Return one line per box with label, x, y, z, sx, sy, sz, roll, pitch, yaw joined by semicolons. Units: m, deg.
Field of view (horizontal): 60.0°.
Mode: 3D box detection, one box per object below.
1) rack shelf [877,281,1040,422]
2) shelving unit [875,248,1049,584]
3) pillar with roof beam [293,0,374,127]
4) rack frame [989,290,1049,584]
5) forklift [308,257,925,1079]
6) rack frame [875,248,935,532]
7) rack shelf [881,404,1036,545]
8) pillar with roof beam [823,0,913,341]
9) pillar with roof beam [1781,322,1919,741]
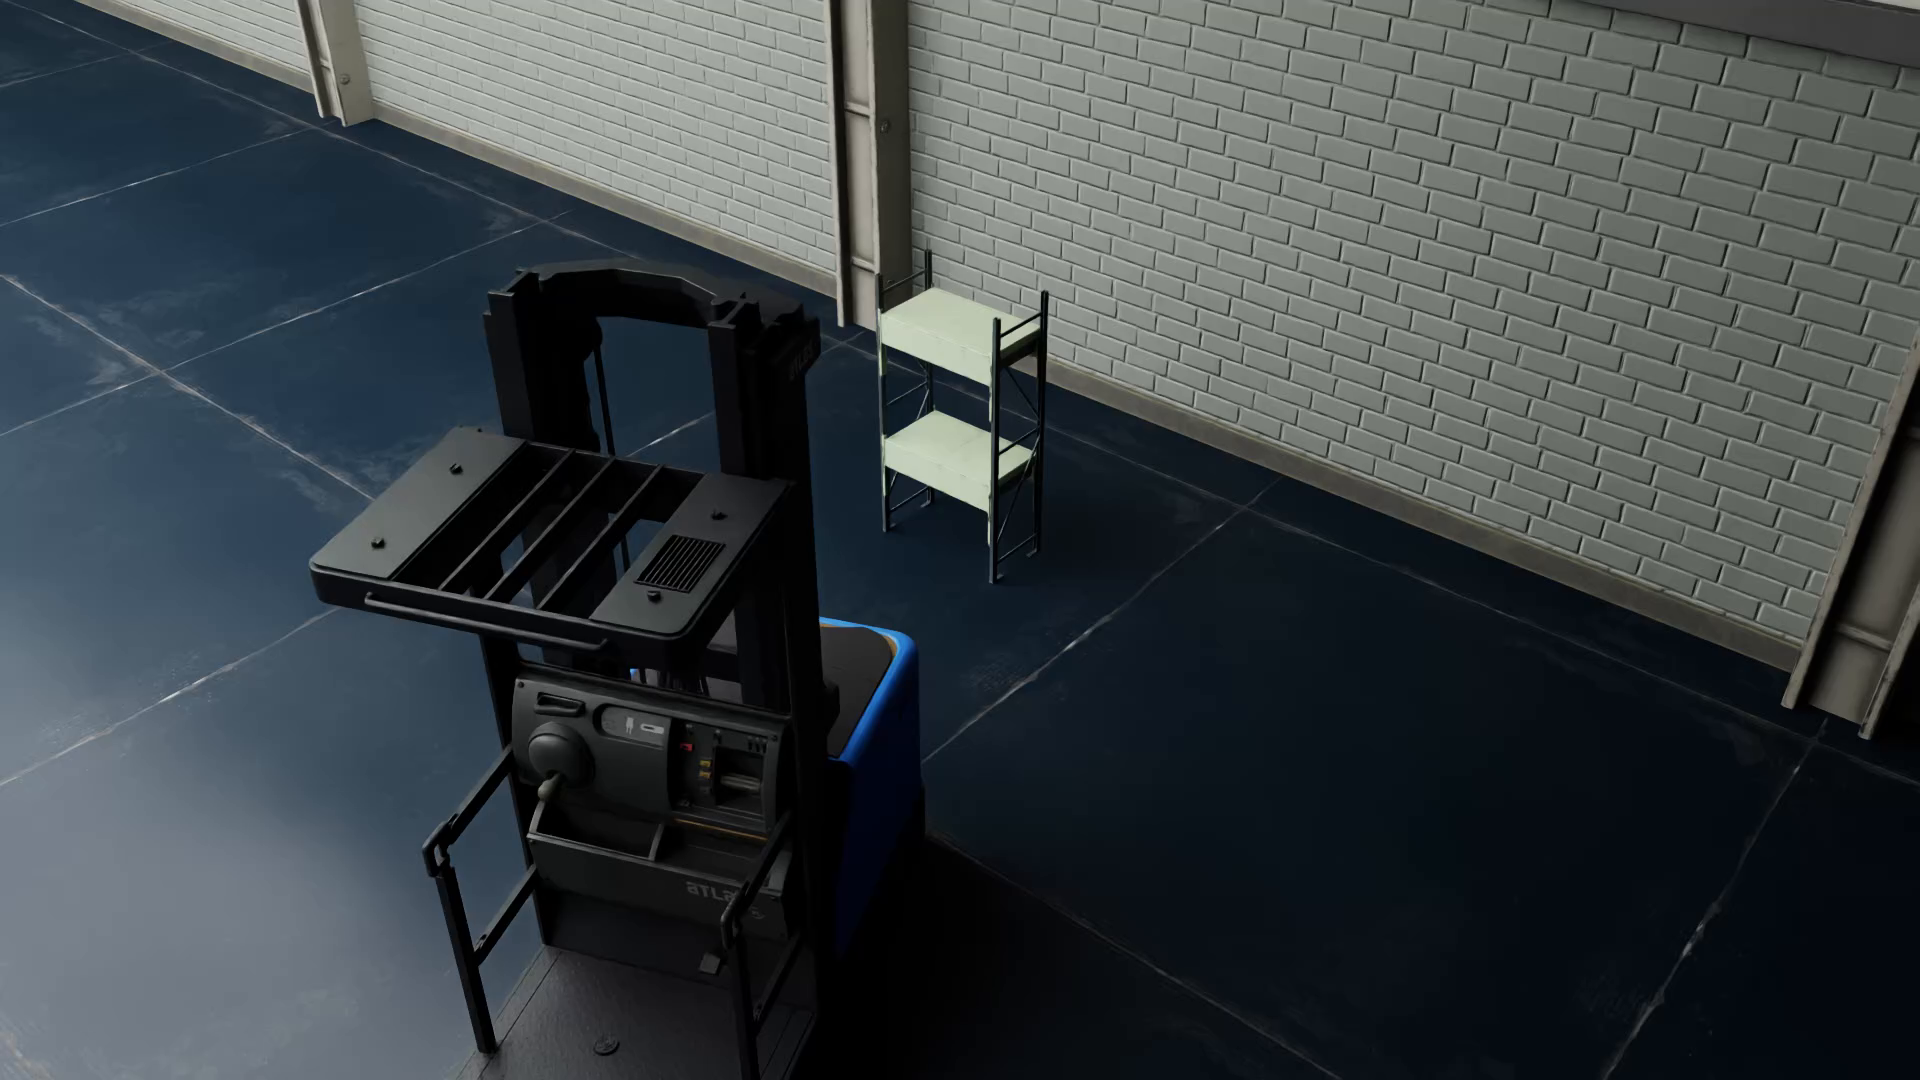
rack shelf;0.005;-0.938;8.183;0.720;0.370;0.431;25;42;32
shelving unit;0.005;-0.616;8.404;0.755;1.500;0.431;25;42;32
pillar with roof beam;-7.918;-5.413;8.765;0.400;9.000;9.100;25;42;32
rack frame;0.286;-0.483;8.211;0.023;1.500;0.400;25;42;32
forklift;-1.065;0.757;5.141;1.130;2.935;3.031;10;36;14
rack frame;-0.276;-0.748;8.597;0.023;1.500;0.400;25;42;32
rack shelf;0.005;-0.347;8.589;0.720;0.370;0.431;25;42;32
pillar with roof beam;-3.306;-3.240;5.600;0.400;9.000;9.100;25;42;32
pillar with roof beam;1.305;-1.066;2.436;0.400;9.000;9.100;25;42;32
